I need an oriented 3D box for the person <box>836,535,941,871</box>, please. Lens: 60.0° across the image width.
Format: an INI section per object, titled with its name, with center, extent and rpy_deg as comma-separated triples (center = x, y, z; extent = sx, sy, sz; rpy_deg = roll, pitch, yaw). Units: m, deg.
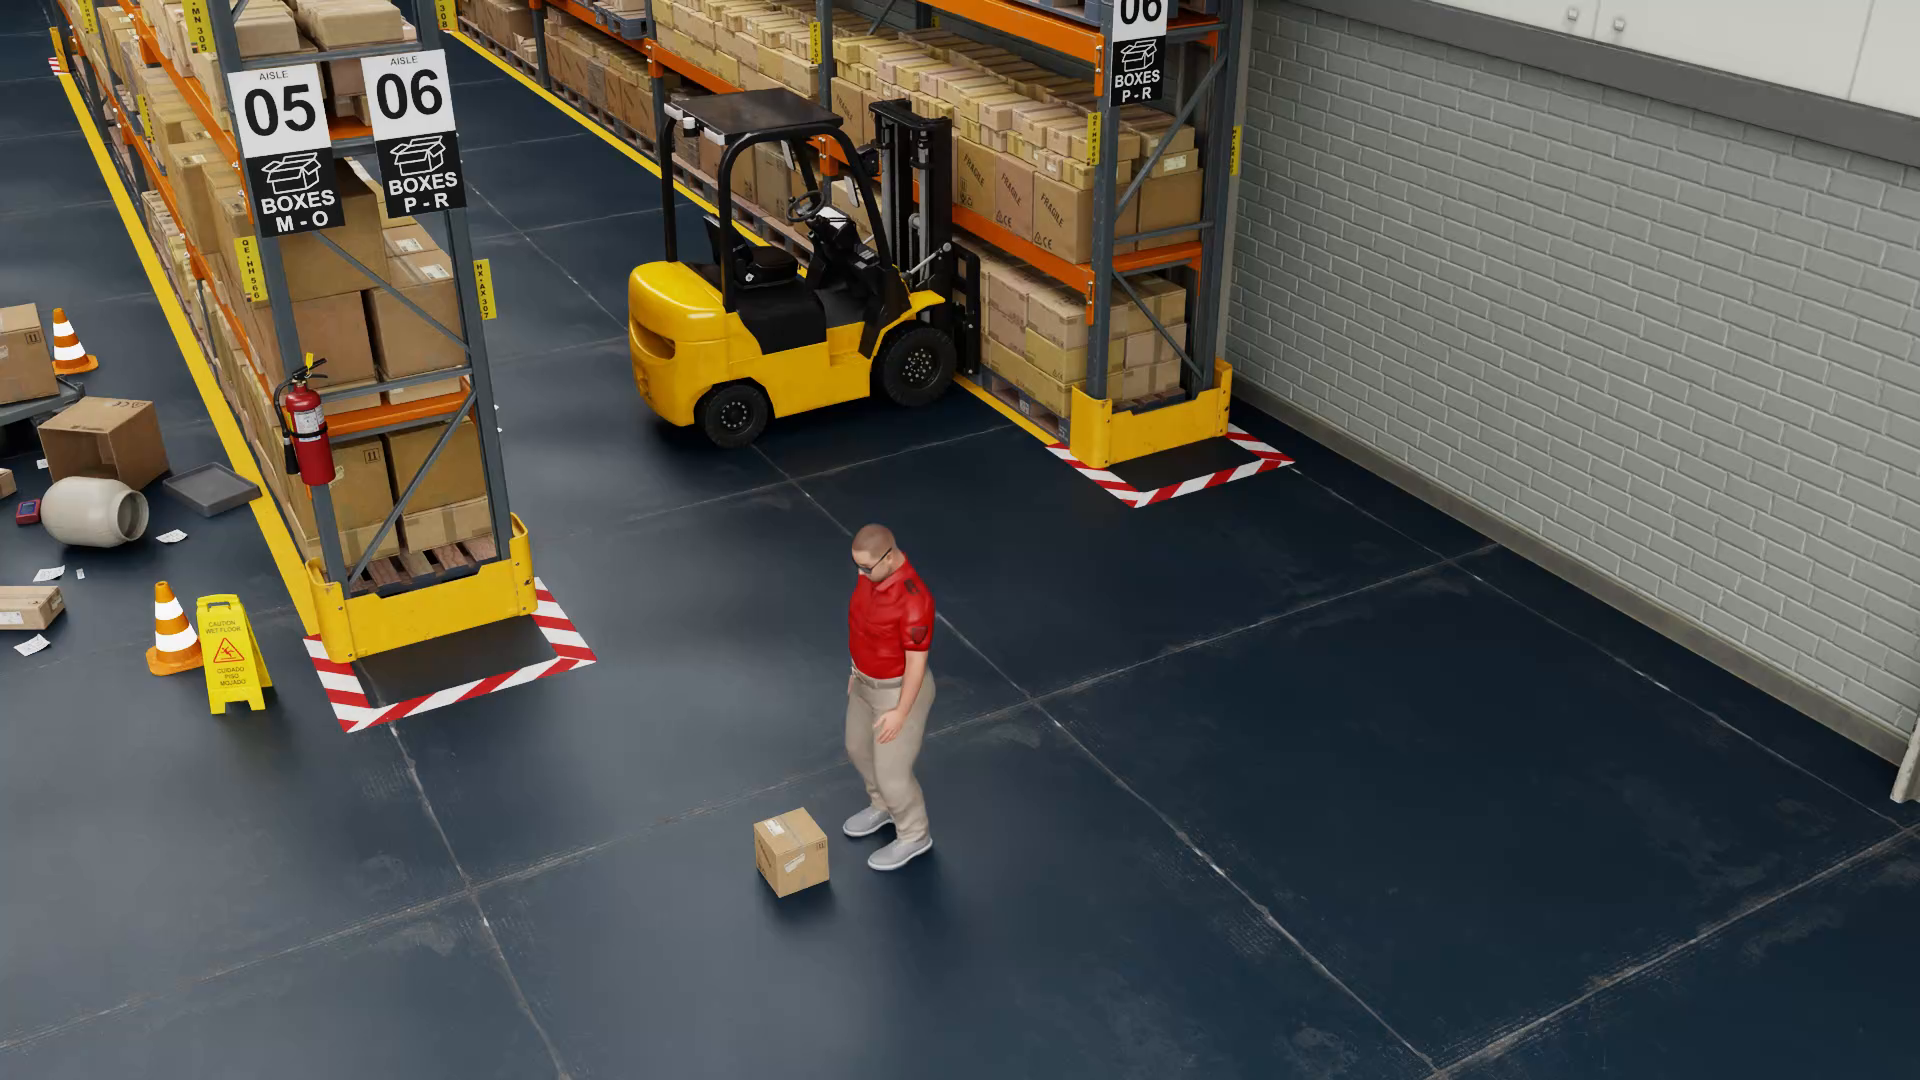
[person]
center = -0.313, 0.692, 7.402
extent = 0.441, 1.666, 0.561
rpy_deg = -15, 32, -25
